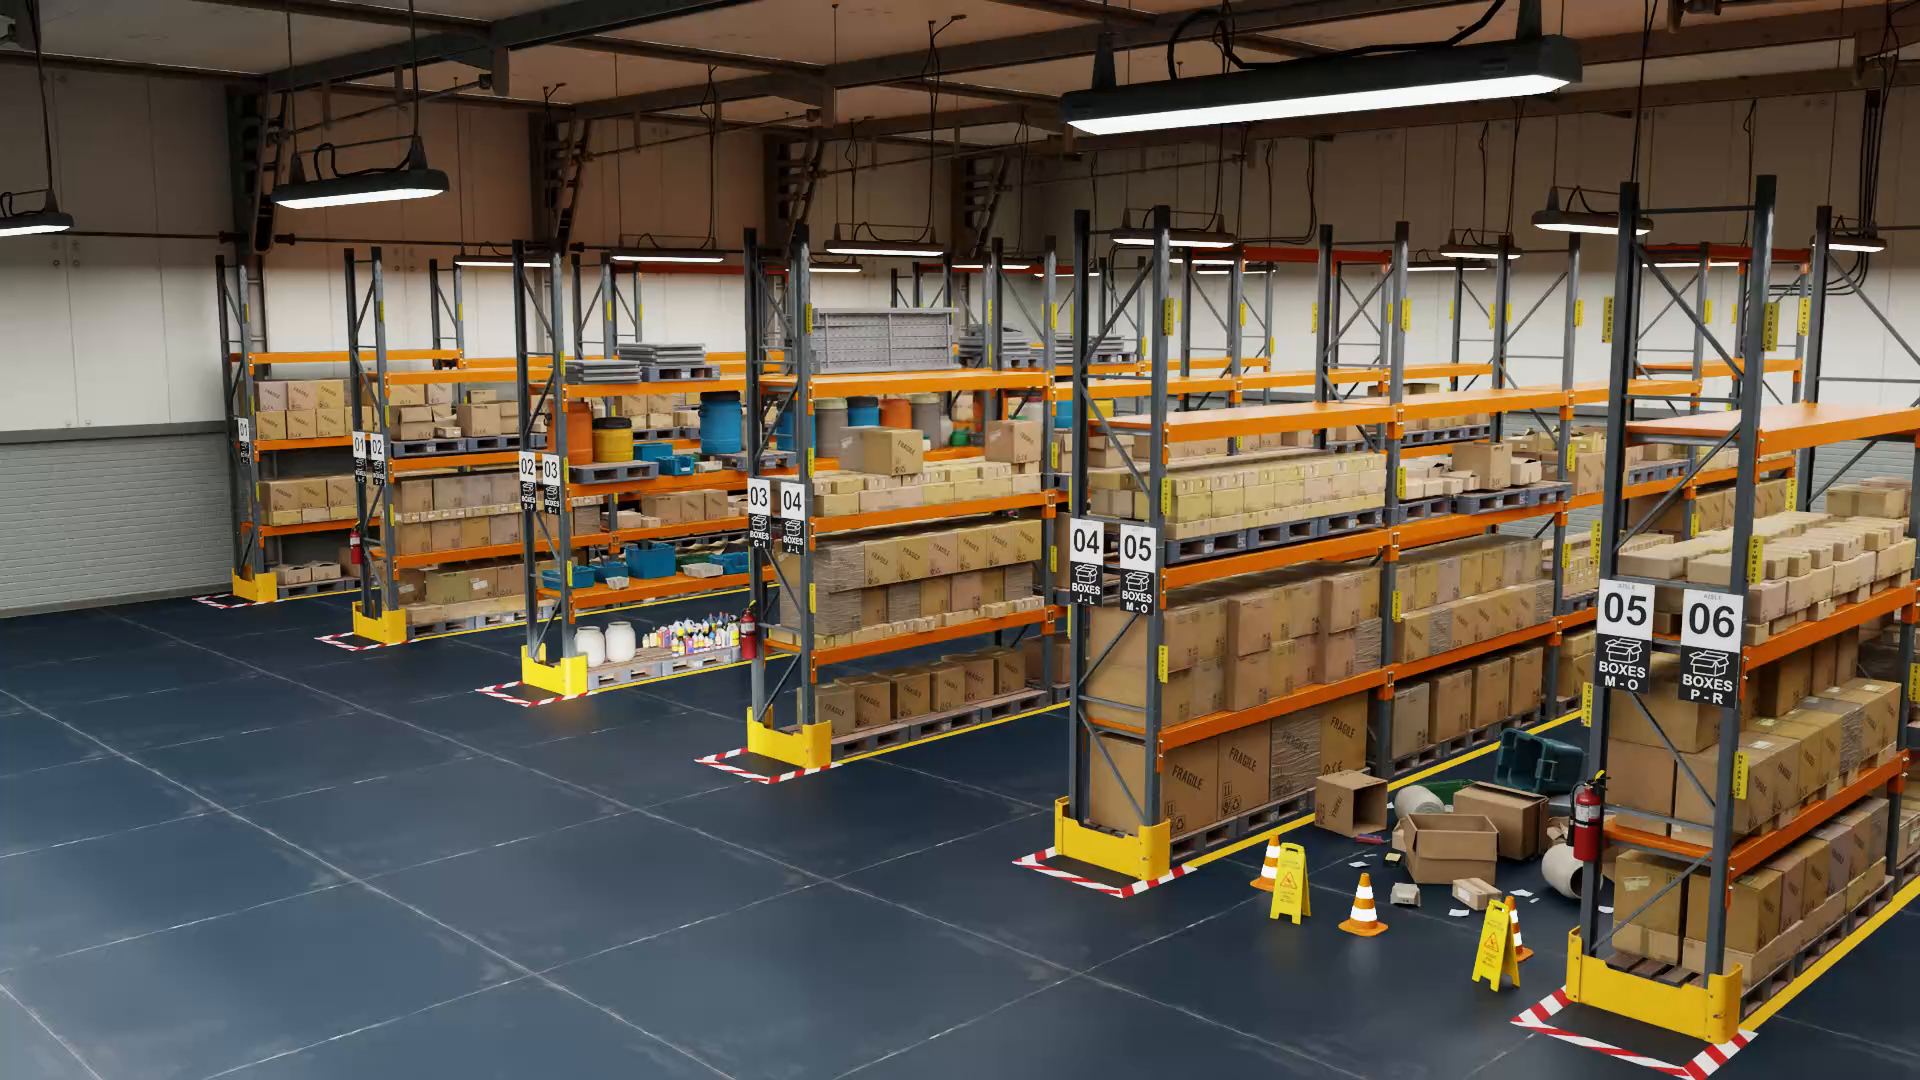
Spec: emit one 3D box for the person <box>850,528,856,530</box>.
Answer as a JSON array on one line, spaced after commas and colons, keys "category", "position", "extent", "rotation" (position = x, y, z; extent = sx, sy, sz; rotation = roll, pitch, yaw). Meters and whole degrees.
[{"category": "person", "position": [-1.884, 0.080, 28.252], "extent": [0.585, 1.651, 0.737], "rotation": [7, 11, 40]}]
